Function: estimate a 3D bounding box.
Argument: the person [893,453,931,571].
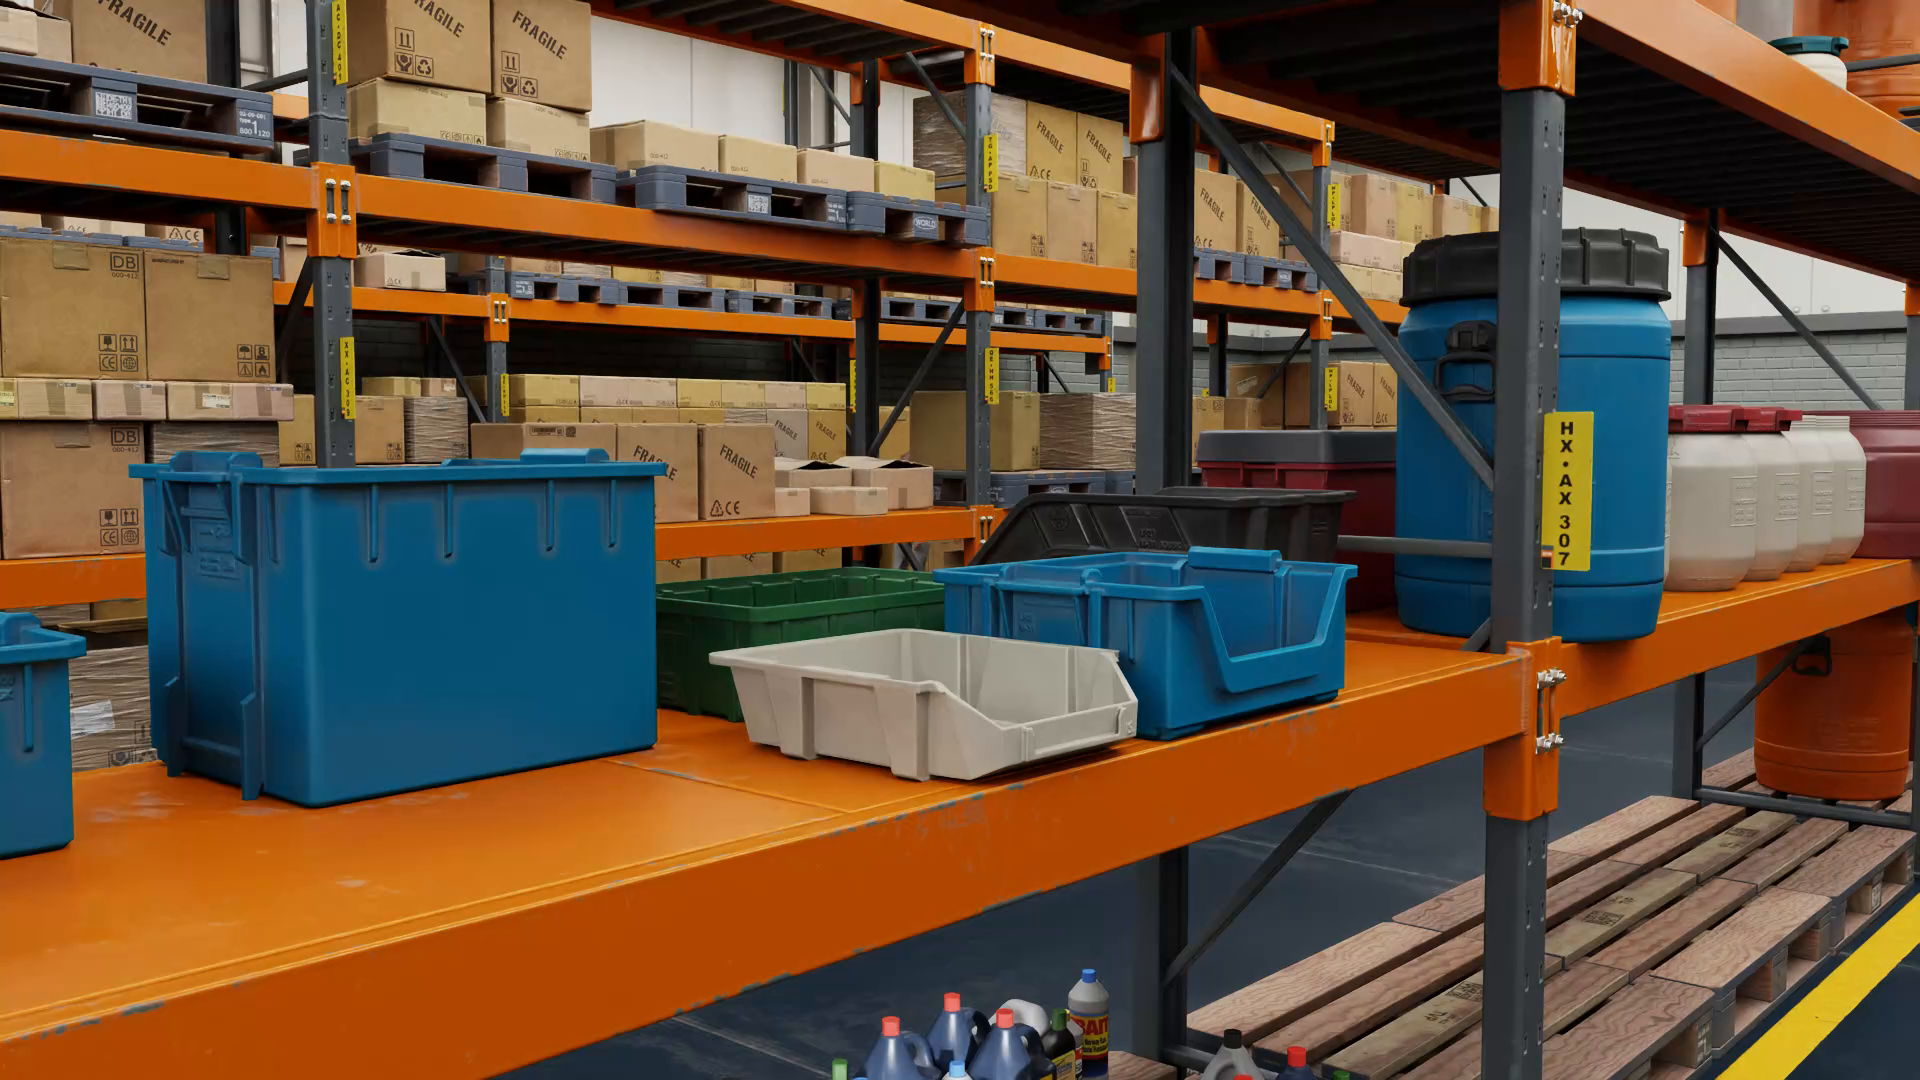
[{"bbox_3d":[-0.419,0.002,15.083,0.420,1.556,0.353,4,5,43],"label":"person"}]
